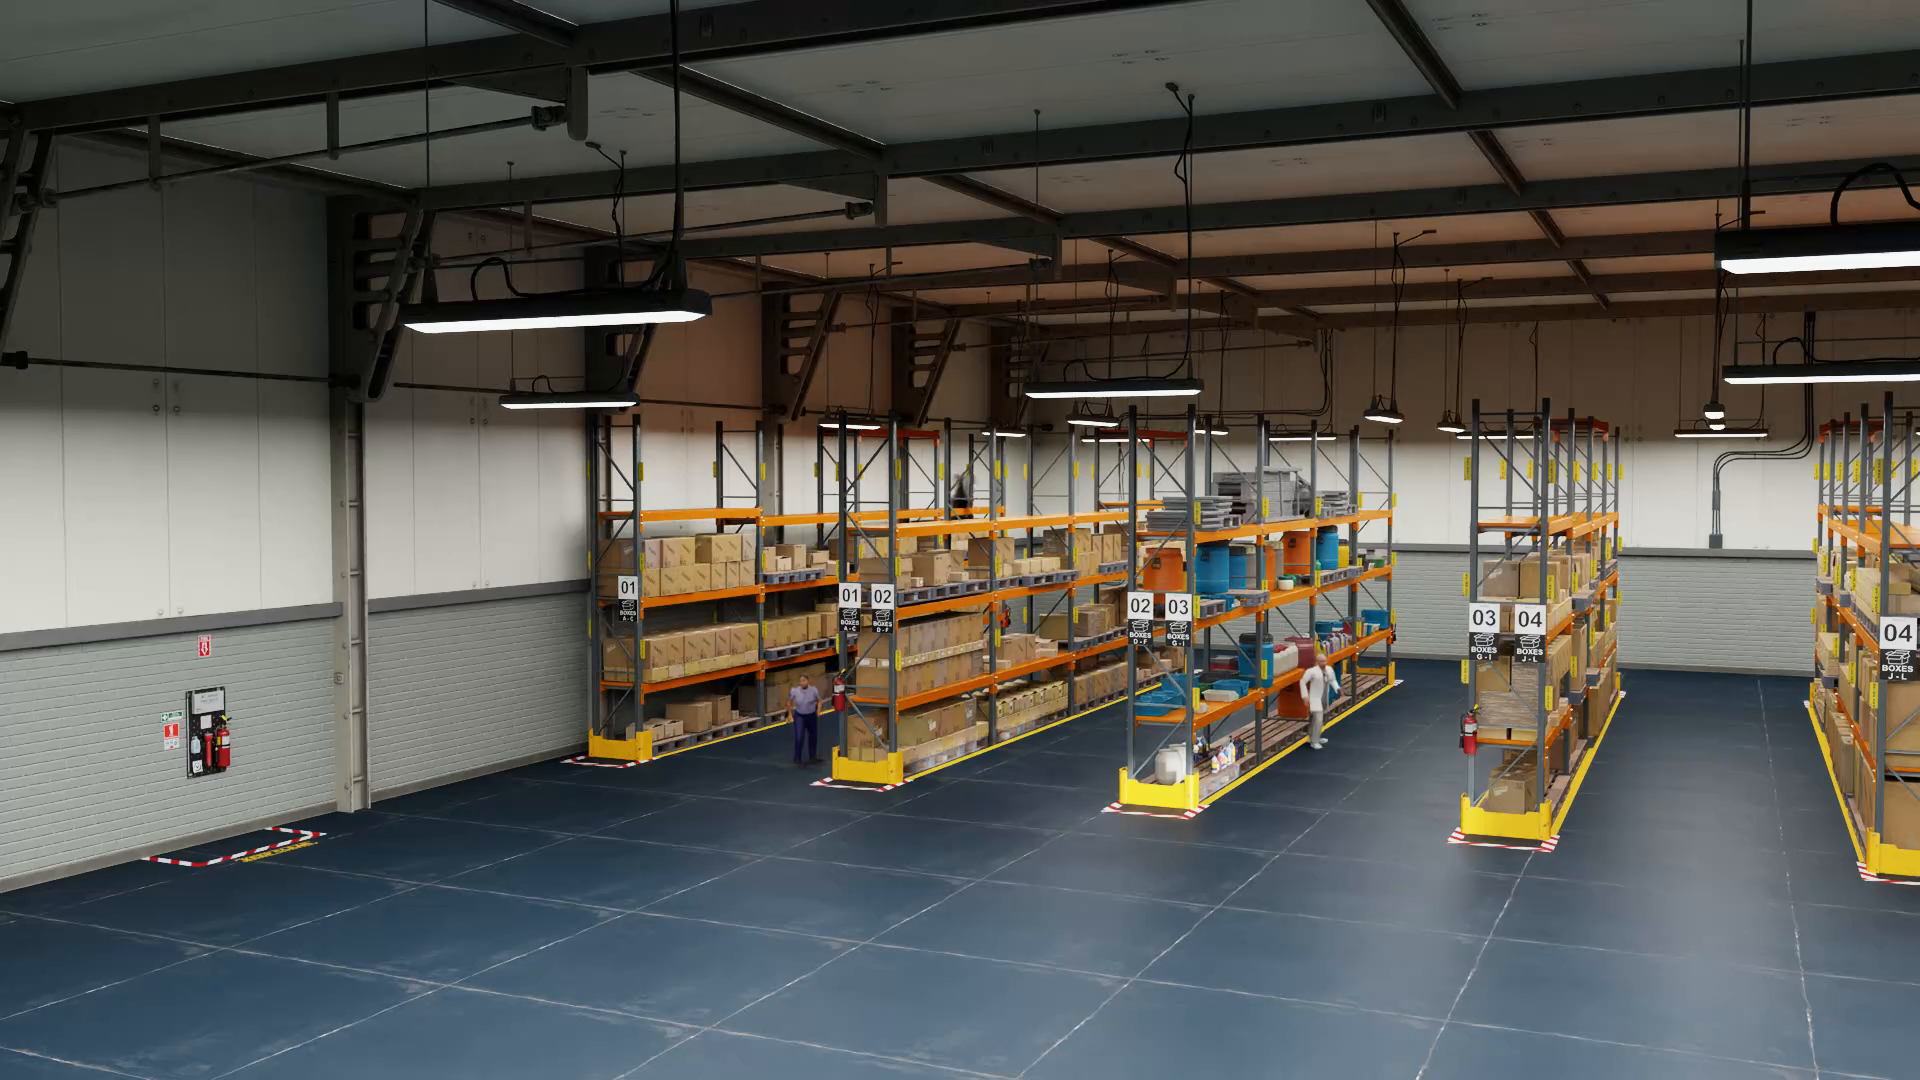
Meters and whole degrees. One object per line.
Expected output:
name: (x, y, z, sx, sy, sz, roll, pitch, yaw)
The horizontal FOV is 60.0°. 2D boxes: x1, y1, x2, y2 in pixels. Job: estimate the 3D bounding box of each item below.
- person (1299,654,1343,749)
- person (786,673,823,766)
person: (6.557, 2.910, 30.168, 0.764, 1.723, 0.881, -2, 3, -34)
person: (-2.621, 3.075, 28.432, 0.643, 1.629, 0.770, -1, 3, -23)
